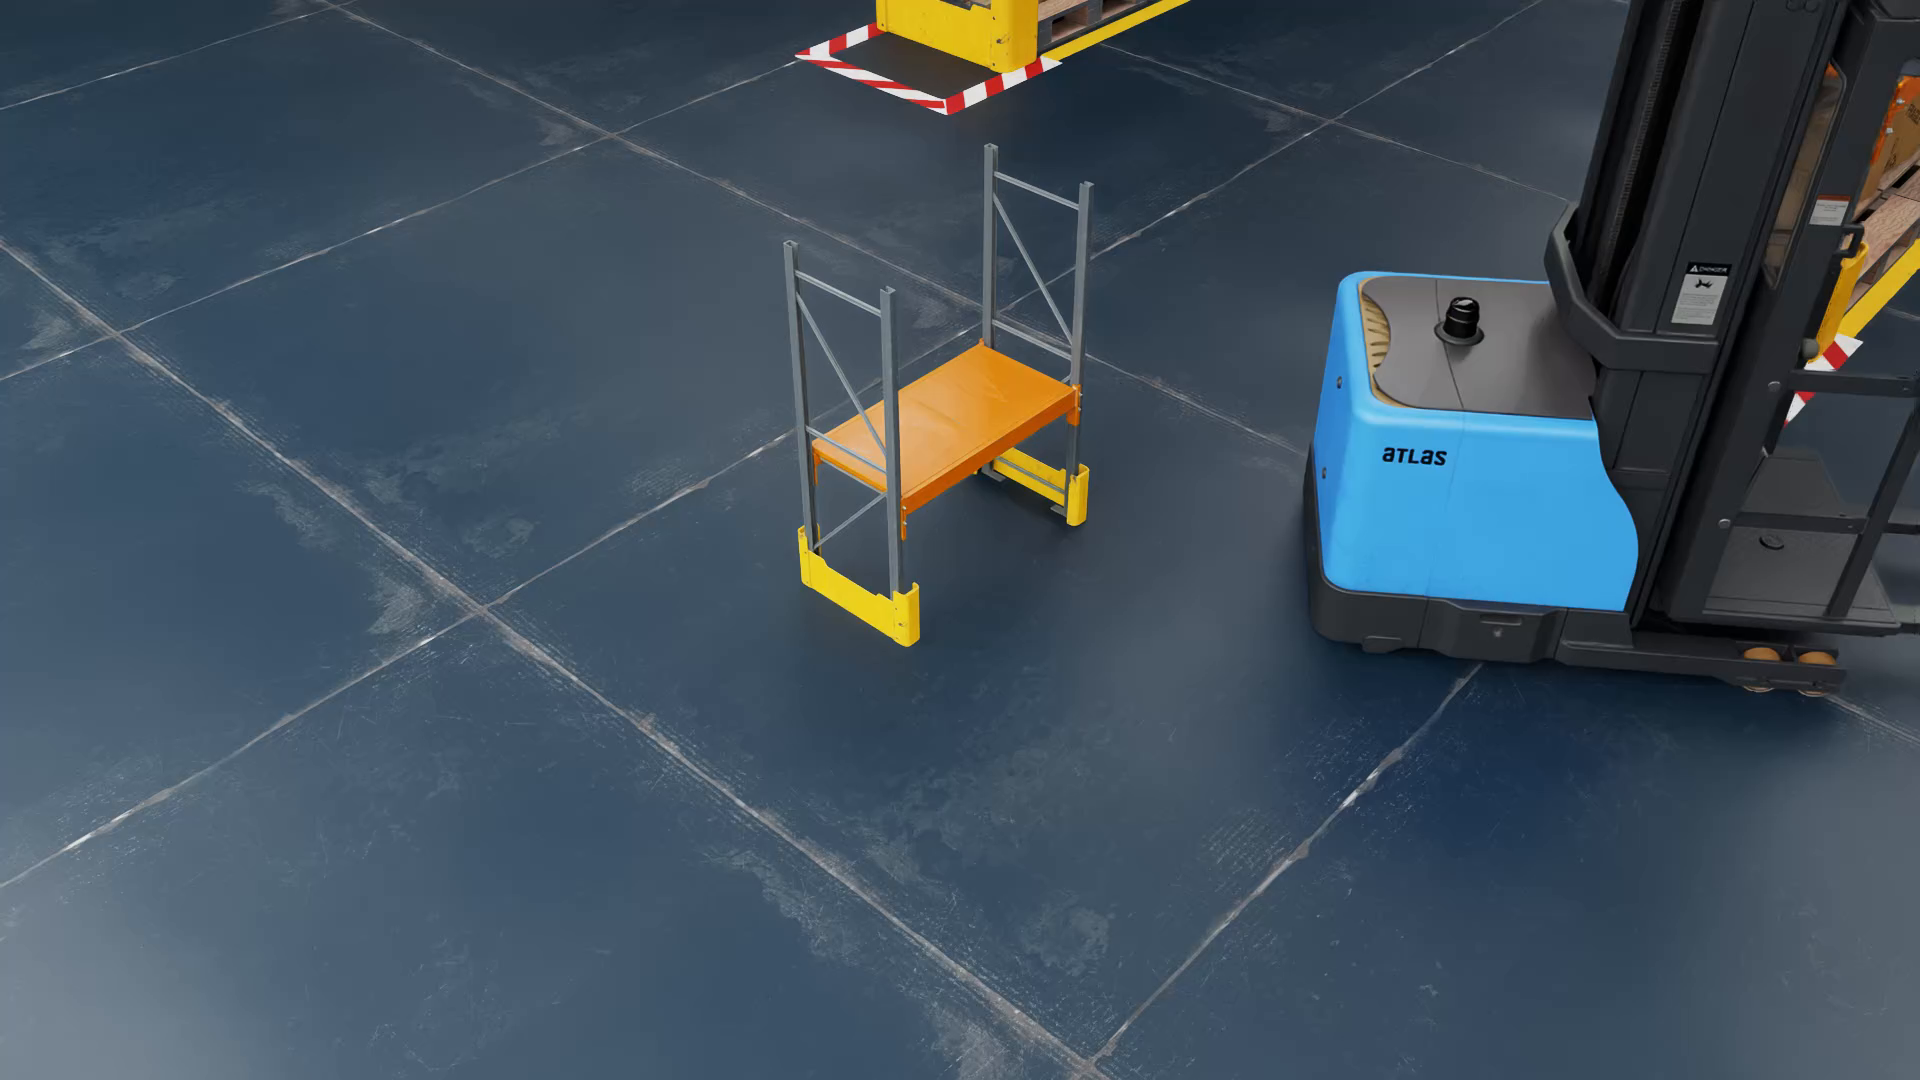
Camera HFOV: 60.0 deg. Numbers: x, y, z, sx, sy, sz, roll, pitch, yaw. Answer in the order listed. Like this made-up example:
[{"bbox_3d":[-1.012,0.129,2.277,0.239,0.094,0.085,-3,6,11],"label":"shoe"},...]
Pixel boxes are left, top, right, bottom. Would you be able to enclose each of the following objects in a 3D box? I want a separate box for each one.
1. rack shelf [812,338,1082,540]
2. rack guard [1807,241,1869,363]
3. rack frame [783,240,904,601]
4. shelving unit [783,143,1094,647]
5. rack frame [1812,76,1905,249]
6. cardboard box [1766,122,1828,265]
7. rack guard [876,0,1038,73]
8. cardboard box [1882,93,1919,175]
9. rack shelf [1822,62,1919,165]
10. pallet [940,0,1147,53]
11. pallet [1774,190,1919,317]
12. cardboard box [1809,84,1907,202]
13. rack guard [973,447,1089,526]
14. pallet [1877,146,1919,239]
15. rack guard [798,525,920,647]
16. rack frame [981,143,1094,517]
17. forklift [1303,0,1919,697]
[{"bbox_3d":[-0.058,-0.407,6.346,0.538,0.185,1.000,30,47,32],"label":"rack shelf"},{"bbox_3d":[3.659,-1.333,8.025,1.175,0.500,0.348,30,47,32],"label":"rack guard"},{"bbox_3d":[-0.401,-0.314,5.940,0.500,1.500,0.032,30,47,32],"label":"rack frame"},{"bbox_3d":[-0.051,-0.552,6.239,0.587,1.500,1.083,30,47,32],"label":"shelving unit"},{"bbox_3d":[3.608,-2.277,7.203,1.000,3.000,0.127,30,47,32],"label":"rack frame"},{"bbox_3d":[4.042,-1.742,8.202,0.500,0.500,0.500,-25,45,-28],"label":"cardboard box"},{"bbox_3d":[-0.031,-3.433,10.665,1.175,0.500,0.348,30,47,32],"label":"rack guard"},{"bbox_3d":[4.856,-2.311,8.917,0.500,0.500,0.500,-29,47,-32],"label":"cardboard box"},{"bbox_3d":[4.957,-2.914,8.582,1.077,0.370,4.000,30,47,32],"label":"rack shelf"},{"bbox_3d":[0.521,-3.690,11.221,1.003,0.211,1.213,30,47,32],"label":"pallet"},{"bbox_3d":[4.234,-1.578,8.565,1.003,0.211,1.213,30,47,32],"label":"pallet"},{"bbox_3d":[4.420,-2.031,8.566,0.500,0.500,0.500,-22,43,-25],"label":"cardboard box"},{"bbox_3d":[0.285,-0.292,6.916,0.587,0.250,0.087,30,47,32],"label":"rack guard"},{"bbox_3d":[5.057,-2.136,9.267,1.003,0.211,1.213,30,47,32],"label":"pallet"},{"bbox_3d":[-0.387,0.166,6.340,0.587,0.250,0.087,30,47,32],"label":"rack guard"},{"bbox_3d":[0.285,-0.781,6.528,0.500,1.500,0.032,30,47,32],"label":"rack frame"},{"bbox_3d":[2.876,-0.931,5.566,3.031,2.935,1.130,4,39,5],"label":"forklift"}]
